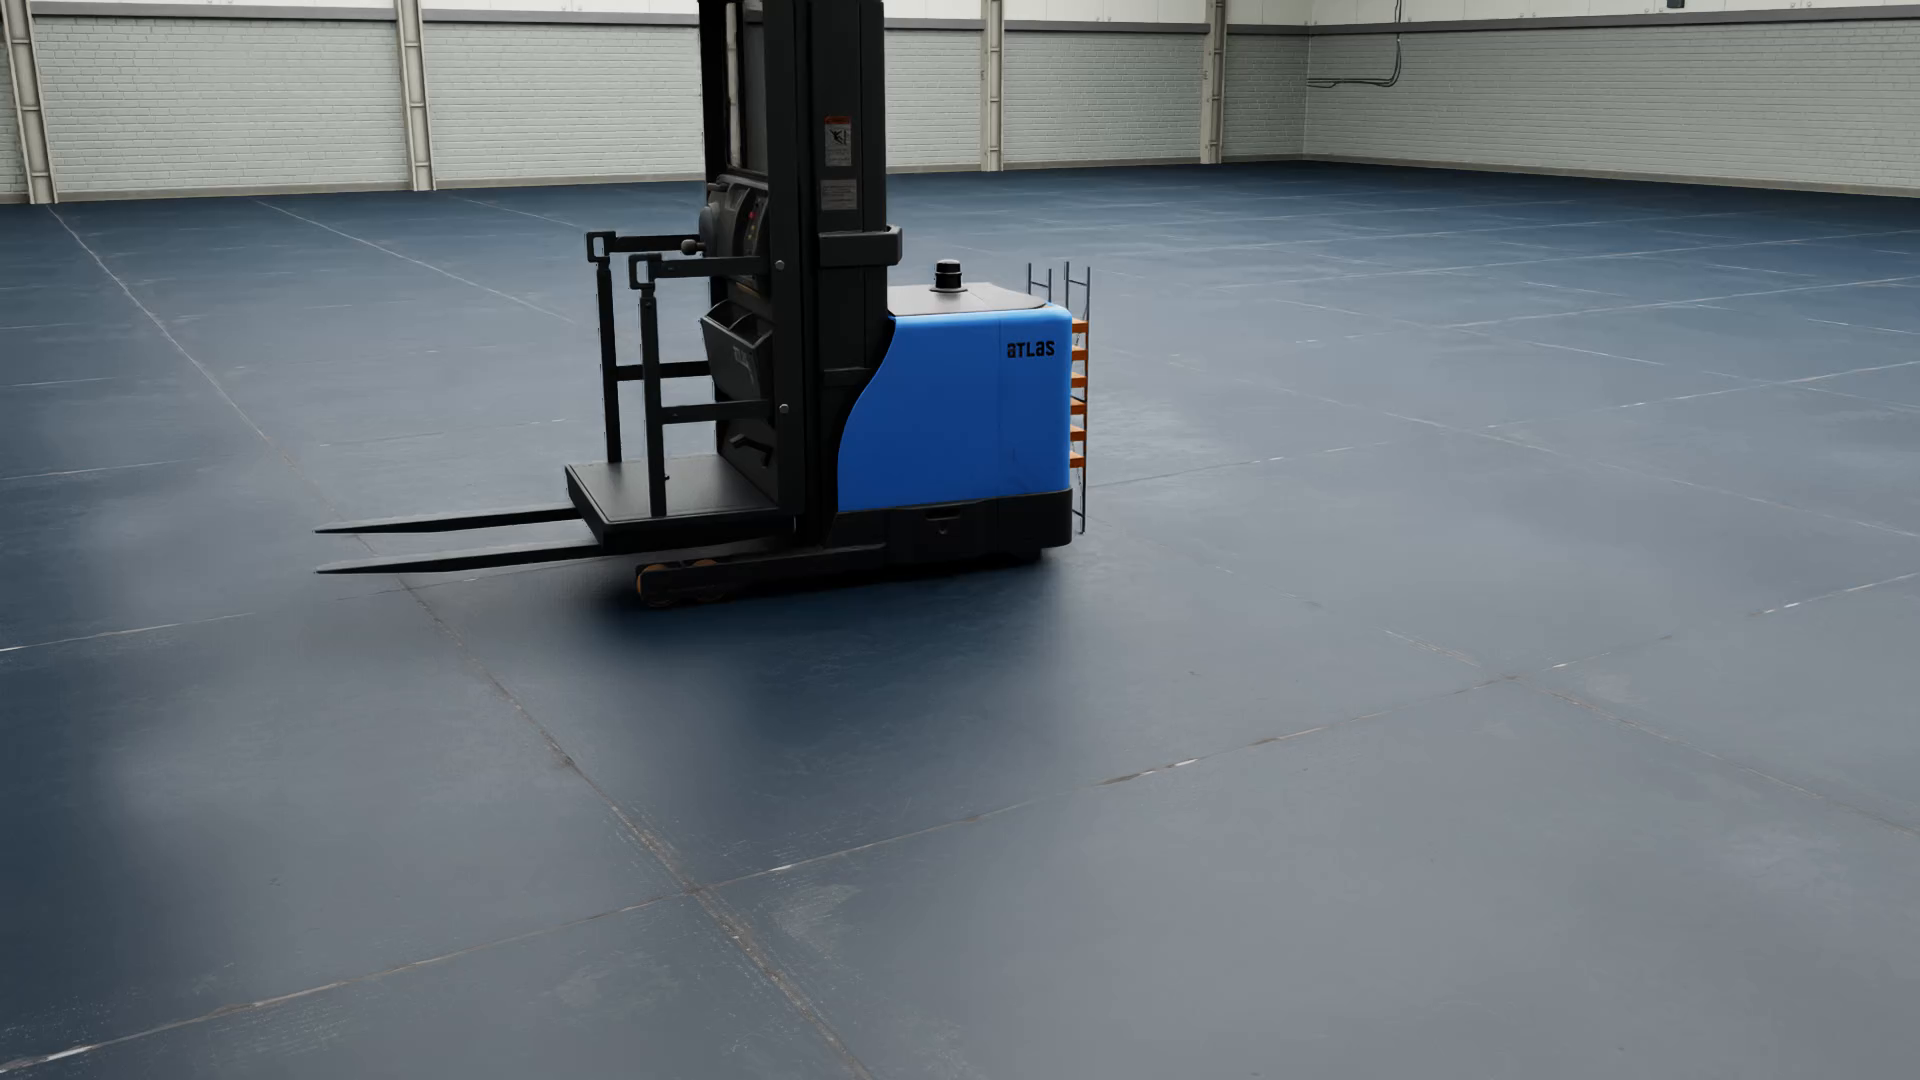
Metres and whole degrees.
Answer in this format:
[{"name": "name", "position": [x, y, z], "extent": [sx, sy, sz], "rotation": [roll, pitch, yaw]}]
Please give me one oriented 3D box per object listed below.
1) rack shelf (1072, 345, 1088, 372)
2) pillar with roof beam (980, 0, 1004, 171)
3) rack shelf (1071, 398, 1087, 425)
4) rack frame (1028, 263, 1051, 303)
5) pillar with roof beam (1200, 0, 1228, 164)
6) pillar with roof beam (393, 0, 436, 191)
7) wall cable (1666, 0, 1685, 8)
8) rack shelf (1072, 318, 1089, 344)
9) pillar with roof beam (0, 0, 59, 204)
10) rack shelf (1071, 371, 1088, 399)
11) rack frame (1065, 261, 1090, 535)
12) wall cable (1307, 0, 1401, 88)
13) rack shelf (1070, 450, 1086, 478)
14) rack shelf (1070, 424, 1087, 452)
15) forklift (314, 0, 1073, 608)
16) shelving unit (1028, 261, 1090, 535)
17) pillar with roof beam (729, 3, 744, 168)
[{"name": "rack shelf", "position": [0.430, -0.809, 7.350], "extent": [0.180, 0.103, 0.258], "rotation": [-6, 17, -20]}, {"name": "pillar with roof beam", "position": [2.899, -11.266, 30.928], "extent": [0.400, 9.000, 9.100], "rotation": [-9, 18, -30]}, {"name": "rack shelf", "position": [0.430, -0.578, 7.415], "extent": [0.180, 0.103, 0.258], "rotation": [-6, 17, -20]}, {"name": "rack frame", "position": [0.345, -0.612, 7.371], "extent": [0.006, 1.200, 0.240], "rotation": [-6, 17, -20]}, {"name": "pillar with roof beam", "position": [8.042, -12.100, 33.904], "extent": [0.400, 9.000, 9.100], "rotation": [-9, 18, -30]}, {"name": "pillar with roof beam", "position": [-7.387, -9.598, 24.978], "extent": [0.400, 9.000, 9.100], "rotation": [-9, 18, -30]}, {"name": "wall cable", "position": [13.907, -12.639, 29.524], "extent": [0.169, 6.003, 2.305], "rotation": [-9, 18, -30]}, {"name": "rack shelf", "position": [0.430, -0.925, 7.318], "extent": [0.180, 0.103, 0.258], "rotation": [-6, 17, -20]}, {"name": "pillar with roof beam", "position": [-12.531, -8.764, 22.002], "extent": [0.400, 9.000, 9.100], "rotation": [-9, 18, -30]}, {"name": "rack shelf", "position": [0.430, -0.694, 7.382], "extent": [0.180, 0.103, 0.258], "rotation": [-6, 17, -20]}, {"name": "rack frame", "position": [0.516, -0.630, 7.434], "extent": [0.006, 1.200, 0.240], "rotation": [-6, 17, -20]}, {"name": "wall cable", "position": [9.031, -11.705, 38.245], "extent": [0.112, 2.526, 3.097], "rotation": [-9, 18, -30]}, {"name": "rack shelf", "position": [0.430, -0.347, 7.479], "extent": [0.180, 0.103, 0.258], "rotation": [-6, 17, -20]}, {"name": "rack shelf", "position": [0.430, -0.463, 7.447], "extent": [0.180, 0.103, 0.258], "rotation": [-6, 17, -20]}, {"name": "forklift", "position": [-1.092, -1.309, 6.649], "extent": [3.031, 2.935, 1.130], "rotation": [-6, 17, -20]}, {"name": "shelving unit", "position": [0.430, -0.621, 7.403], "extent": [0.189, 1.200, 0.258], "rotation": [-6, 17, -20]}, {"name": "pillar with roof beam", "position": [-2.244, -10.432, 27.953], "extent": [0.400, 9.000, 9.100], "rotation": [-9, 18, -30]}]
